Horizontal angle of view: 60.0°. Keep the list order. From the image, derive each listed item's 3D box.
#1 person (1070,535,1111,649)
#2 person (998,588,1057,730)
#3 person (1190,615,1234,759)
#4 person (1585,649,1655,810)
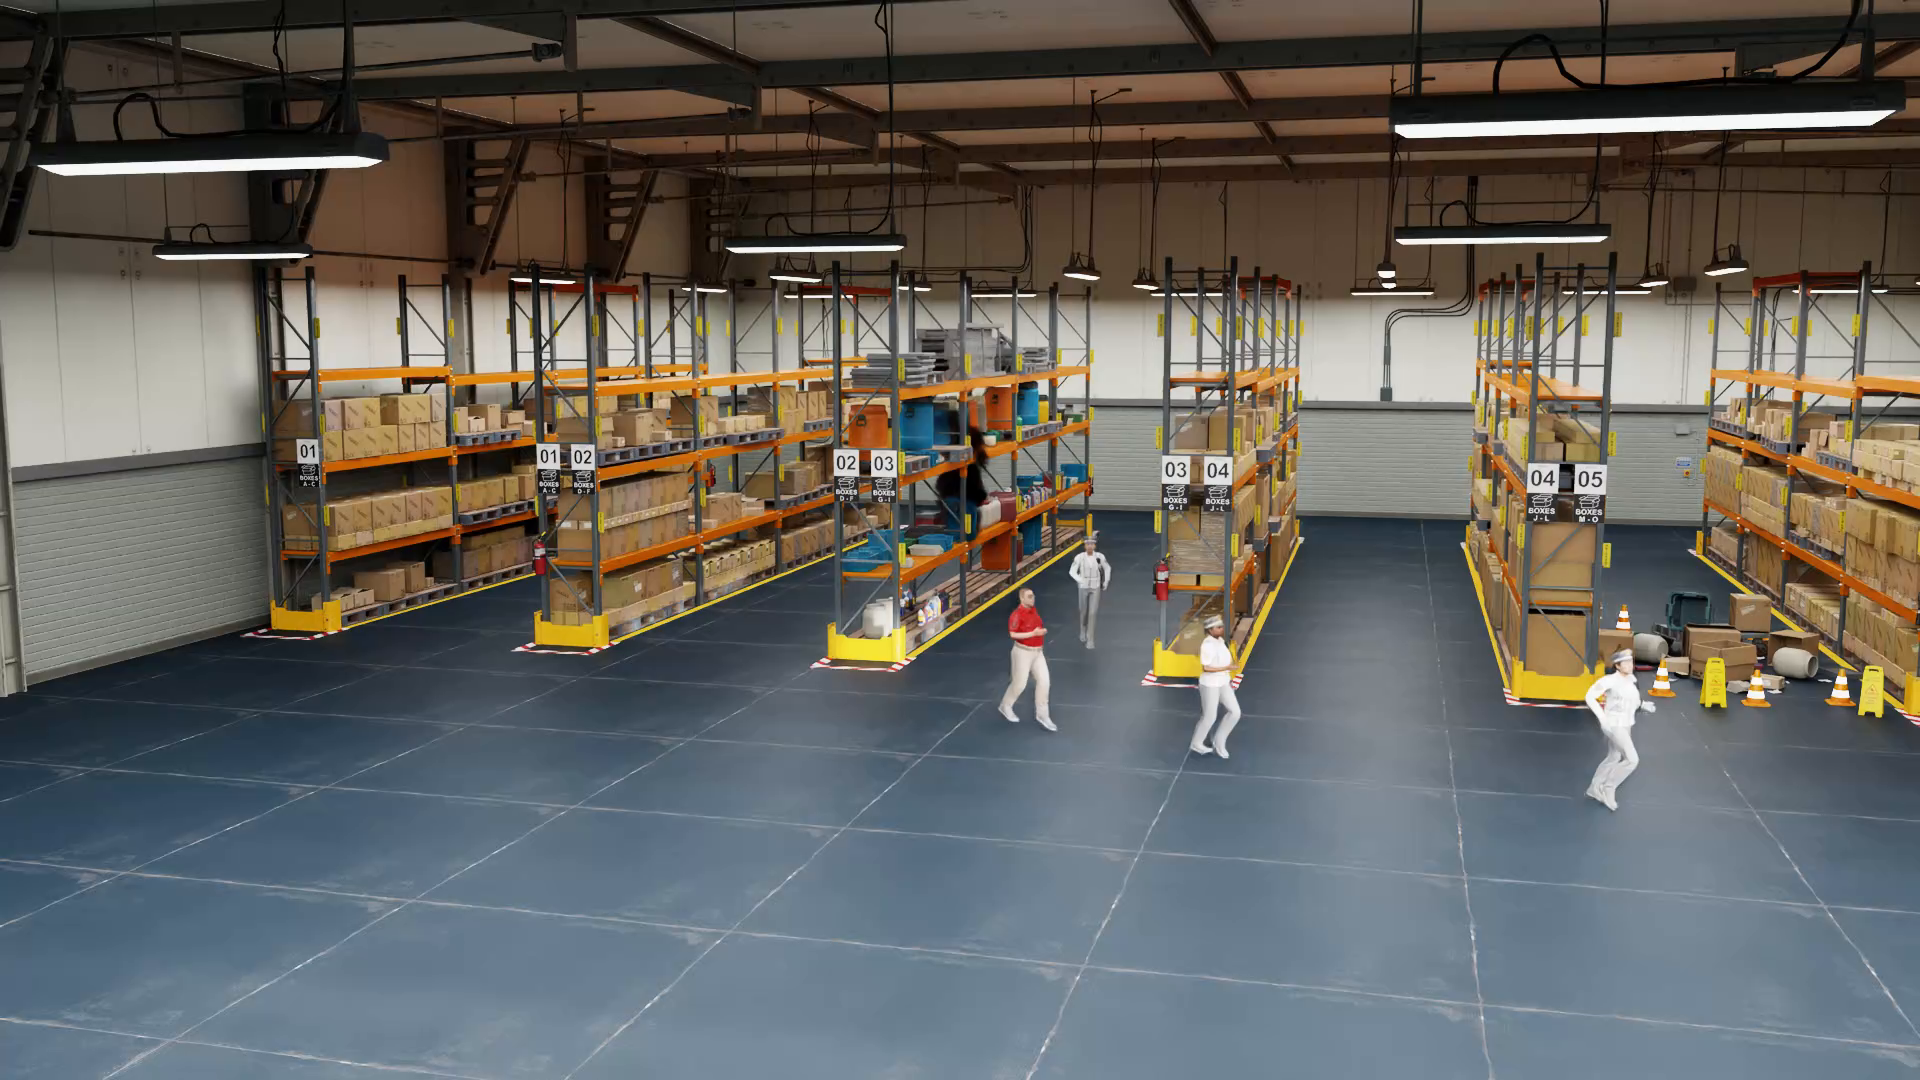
[{"bbox_3d":[1.997,0.757,25.475,0.640,1.706,0.771,0,7,3],"label":"person"},{"bbox_3d":[0.844,1.485,20.971,0.823,1.773,0.647,7,10,44],"label":"person"},{"bbox_3d":[2.931,1.715,19.466,0.481,1.723,0.525,6,10,40],"label":"person"},{"bbox_3d":[6.932,1.977,17.444,0.584,1.705,0.667,-6,9,-38],"label":"person"}]
